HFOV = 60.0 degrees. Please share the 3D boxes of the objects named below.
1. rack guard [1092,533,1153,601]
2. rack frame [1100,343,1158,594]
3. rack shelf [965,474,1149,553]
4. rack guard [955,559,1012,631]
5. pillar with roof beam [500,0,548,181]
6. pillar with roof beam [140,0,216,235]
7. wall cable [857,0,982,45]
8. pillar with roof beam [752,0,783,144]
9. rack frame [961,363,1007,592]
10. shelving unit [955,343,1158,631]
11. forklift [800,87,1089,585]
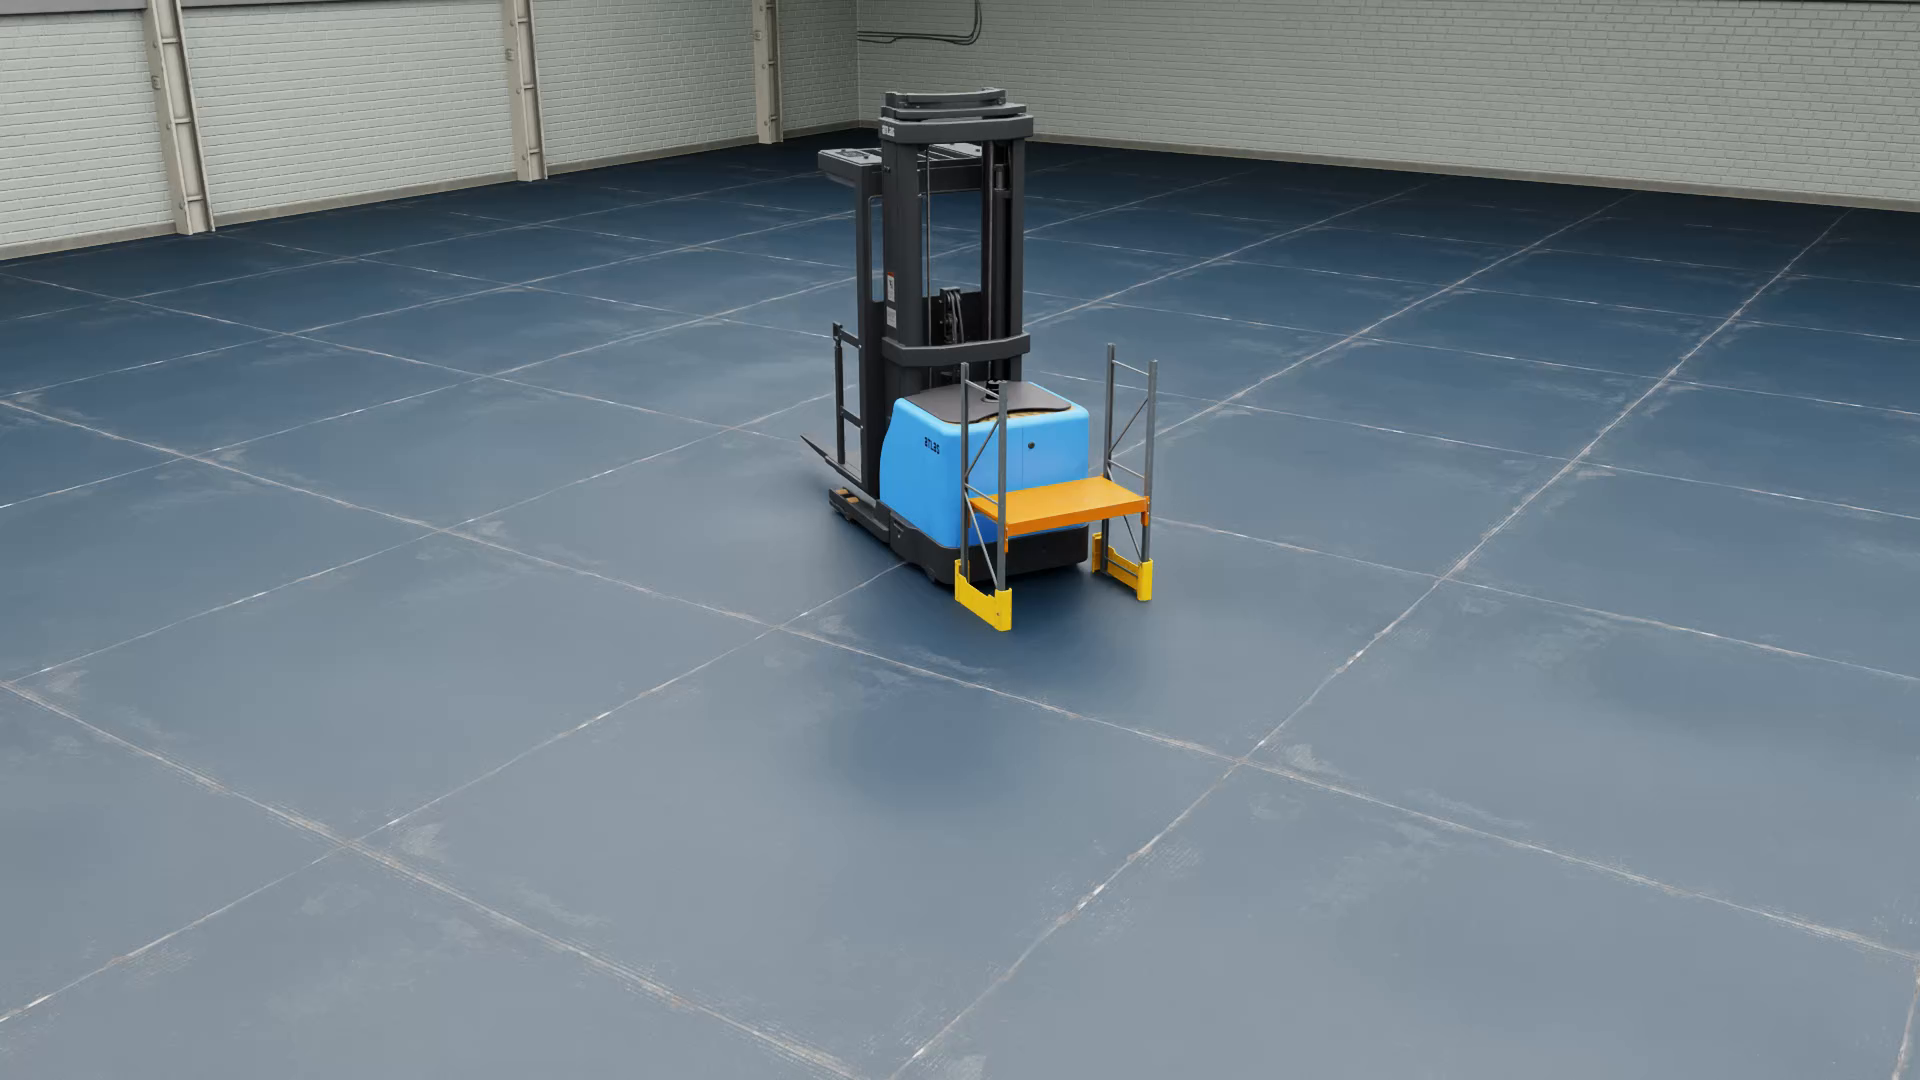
[{"bbox_3d":[1.015,0.165,10.459,0.087,0.250,0.587,-10,23,-26],"label":"rack guard"},{"bbox_3d":[1.033,-0.425,10.250,0.032,1.500,0.500,-10,23,-26],"label":"rack frame"},{"bbox_3d":[0.584,-0.173,10.088,1.000,0.185,0.538,-10,23,-26],"label":"rack shelf"},{"bbox_3d":[0.136,0.327,10.020,0.087,0.250,0.587,-10,23,-26],"label":"rack guard"},{"bbox_3d":[-3.446,-9.290,23.410,9.100,9.000,0.400,13,24,32],"label":"pillar with roof beam"},{"bbox_3d":[-6.819,-7.569,18.756,9.100,9.000,0.400,13,24,32],"label":"pillar with roof beam"},{"bbox_3d":[-0.884,-10.982,32.460,3.097,2.526,0.112,13,24,32],"label":"wall cable"},{"bbox_3d":[-0.074,-11.012,28.064,9.100,9.000,0.400,13,24,32],"label":"pillar with roof beam"},{"bbox_3d":[0.135,-0.259,9.802,0.032,1.500,0.500,-10,23,-26],"label":"rack frame"},{"bbox_3d":[0.576,-0.340,10.022,1.083,1.500,0.587,-10,23,-26],"label":"shelving unit"},{"bbox_3d":[-0.272,-1.569,11.282,1.130,2.935,3.031,-10,22,-24],"label":"forklift"}]
